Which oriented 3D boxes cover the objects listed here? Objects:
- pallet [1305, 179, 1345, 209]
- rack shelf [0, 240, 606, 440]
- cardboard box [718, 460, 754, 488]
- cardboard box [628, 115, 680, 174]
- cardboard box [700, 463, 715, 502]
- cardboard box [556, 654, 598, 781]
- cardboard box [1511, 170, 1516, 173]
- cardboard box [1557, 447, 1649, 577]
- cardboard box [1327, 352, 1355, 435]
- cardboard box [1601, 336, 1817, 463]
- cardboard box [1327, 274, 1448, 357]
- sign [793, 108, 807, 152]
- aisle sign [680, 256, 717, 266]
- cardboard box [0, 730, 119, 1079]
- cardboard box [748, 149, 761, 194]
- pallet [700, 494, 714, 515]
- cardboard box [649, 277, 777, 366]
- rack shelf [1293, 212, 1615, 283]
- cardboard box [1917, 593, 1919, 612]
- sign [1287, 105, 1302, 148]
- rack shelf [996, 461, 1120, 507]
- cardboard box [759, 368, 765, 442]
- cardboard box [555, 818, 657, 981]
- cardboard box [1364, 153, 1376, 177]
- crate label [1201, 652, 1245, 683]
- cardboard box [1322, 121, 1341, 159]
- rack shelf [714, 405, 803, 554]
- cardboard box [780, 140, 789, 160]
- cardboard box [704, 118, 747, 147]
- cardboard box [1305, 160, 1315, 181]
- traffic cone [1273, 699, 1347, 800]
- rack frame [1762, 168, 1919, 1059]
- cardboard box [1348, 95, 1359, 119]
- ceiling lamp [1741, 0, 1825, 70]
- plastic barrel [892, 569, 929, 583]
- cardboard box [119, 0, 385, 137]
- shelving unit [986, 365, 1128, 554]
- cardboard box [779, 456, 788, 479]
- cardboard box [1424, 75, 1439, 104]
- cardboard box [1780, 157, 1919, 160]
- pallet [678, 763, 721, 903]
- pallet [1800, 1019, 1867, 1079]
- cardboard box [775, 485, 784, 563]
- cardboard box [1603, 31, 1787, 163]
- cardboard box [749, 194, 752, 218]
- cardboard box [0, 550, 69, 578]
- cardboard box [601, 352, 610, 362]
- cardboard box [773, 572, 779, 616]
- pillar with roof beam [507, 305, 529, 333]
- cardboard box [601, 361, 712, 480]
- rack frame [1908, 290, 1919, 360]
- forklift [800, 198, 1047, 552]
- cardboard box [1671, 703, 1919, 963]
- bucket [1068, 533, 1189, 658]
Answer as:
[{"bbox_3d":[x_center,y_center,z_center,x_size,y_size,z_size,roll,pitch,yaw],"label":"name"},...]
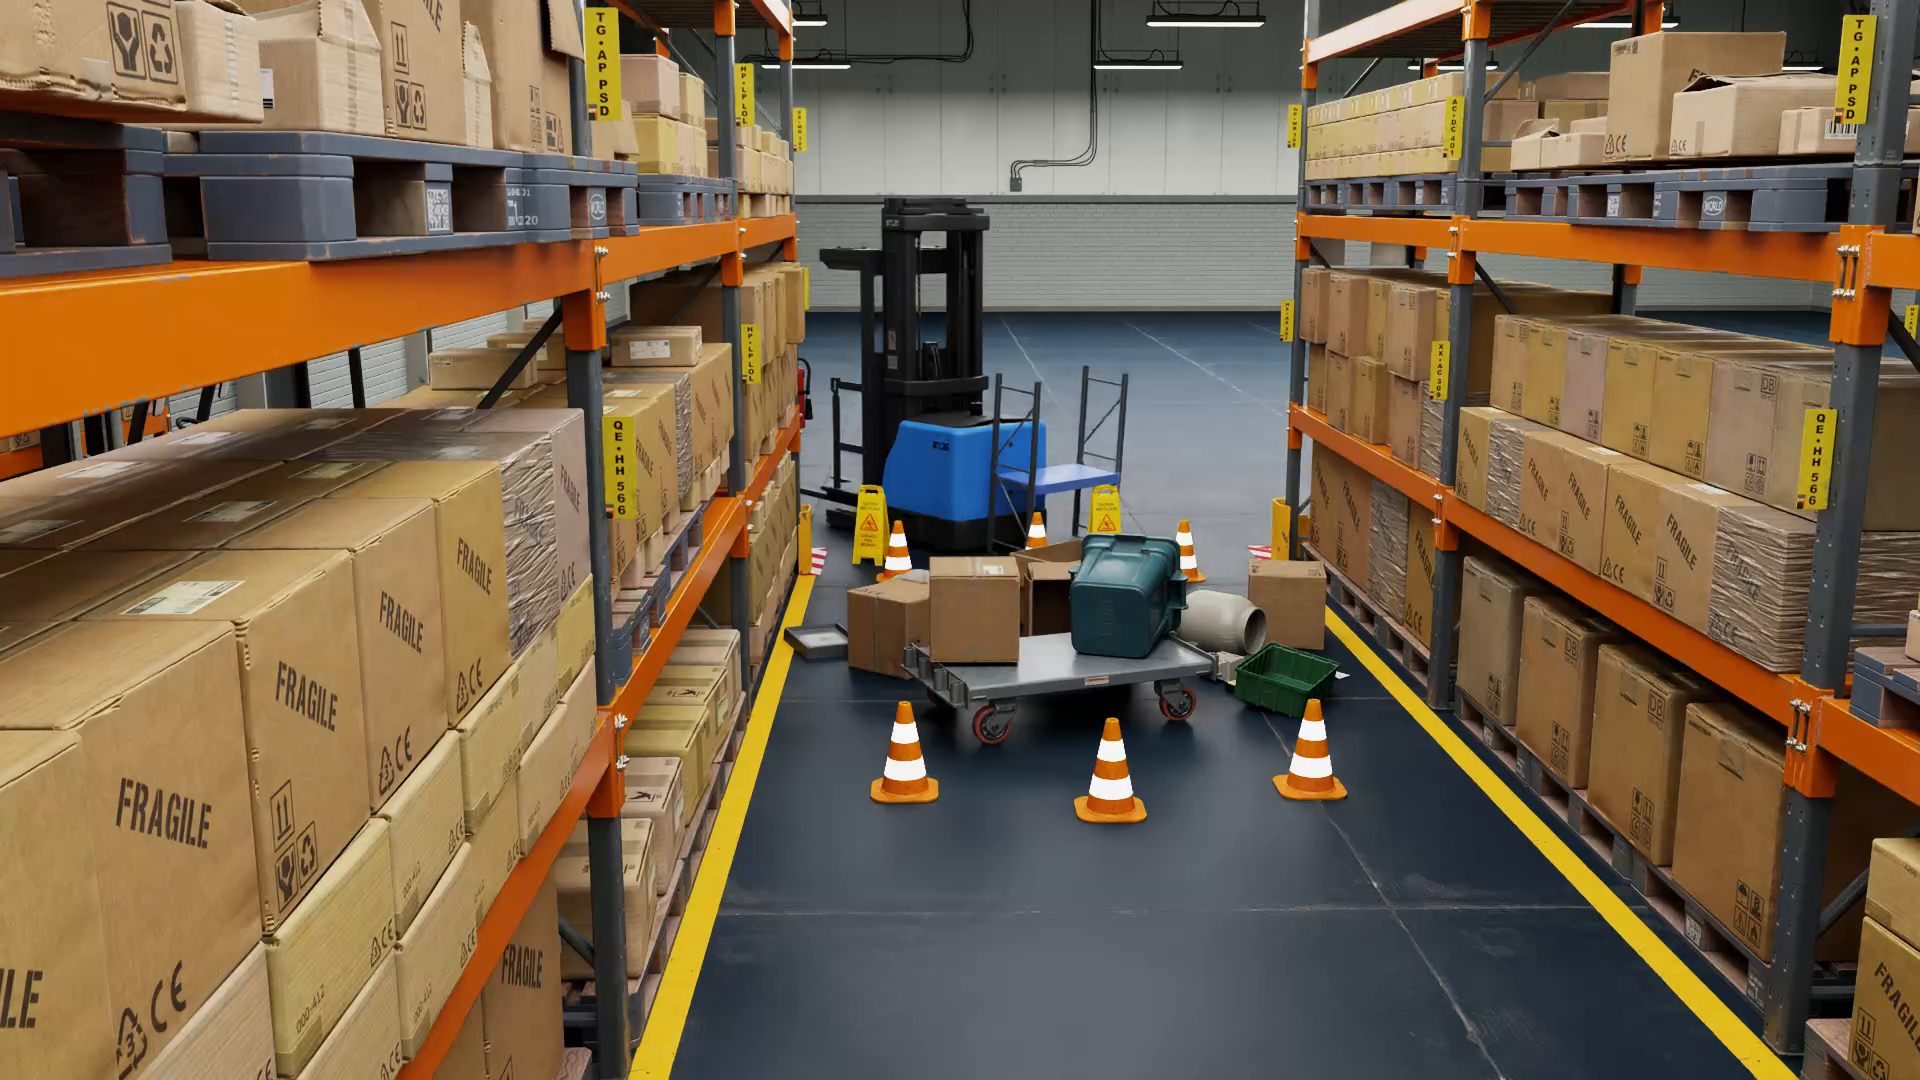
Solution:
[{"bbox_3d":[3.187,-2.565,12.335,1.003,0.211,1.213,0,11,-1],"label":"pallet"},{"bbox_3d":[-1.579,-0.375,3.127,1.077,0.370,4.000,0,11,-1],"label":"rack shelf"},{"bbox_3d":[-1.388,-0.391,9.572,0.380,0.149,0.250,0,11,-1],"label":"cardboard box"},{"bbox_3d":[-1.531,-1.735,7.342,0.500,0.250,0.500,0,11,0],"label":"cardboard box"},{"bbox_3d":[-1.378,-0.277,7.957,0.380,0.149,0.250,0,11,-1],"label":"cardboard box"},{"bbox_3d":[-1.350,0.518,4.838,0.500,0.250,0.500,-1,11,-3],"label":"cardboard box"},{"bbox_3d":[3.561,-2.317,10.214,0.380,0.149,0.250,0,11,-2],"label":"cardboard box"},{"bbox_3d":[3.015,-0.133,7.419,0.500,0.500,0.500,0,11,0],"label":"cardboard box"},{"bbox_3d":[3.134,-1.064,11.883,0.875,0.550,0.550,0,11,-1],"label":"cardboard box"},{"bbox_3d":[3.292,-0.628,7.342,0.700,0.500,0.500,0,11,-2],"label":"cardboard box"},{"bbox_3d":[3.110,-1.593,11.776,0.875,0.550,0.550,0,11,-1],"label":"cardboard box"},{"bbox_3d":[-1.230,-3.147,12.757,0.100,0.325,0.005,0,11,-1],"label":"sign"},{"bbox_3d":[-2.096,-2.530,12.947,0.394,0.787,0.004,0,11,-1],"label":"aisle sign"},{"bbox_3d":[-1.259,0.513,1.721,0.500,0.500,0.500,0,11,0],"label":"cardboard box"},{"bbox_3d":[-1.458,-2.183,9.861,0.500,0.250,0.500,0,11,-2],"label":"cardboard box"},{"bbox_3d":[-1.832,-0.203,8.499,1.003,0.211,1.213,0,11,-1],"label":"pallet"},{"bbox_3d":[-1.483,-1.325,10.030,0.700,0.500,0.500,0,11,-1],"label":"cardboard box"},{"bbox_3d":[3.203,-2.005,11.164,1.077,0.370,4.000,0,11,-1],"label":"rack shelf"},{"bbox_3d":[3.136,0.173,4.988,0.380,0.149,0.250,0,11,1],"label":"cardboard box"},{"bbox_3d":[2.607,-3.222,12.952,0.100,0.325,0.005,0,11,-1],"label":"sign"},{"bbox_3d":[0.805,-0.474,13.938,1.000,0.185,0.538,-10,19,-41],"label":"rack shelf"},{"bbox_3d":[-1.467,-0.833,10.121,0.500,0.500,0.500,0,11,-1],"label":"cardboard box"},{"bbox_3d":[-1.622,1.315,6.086,0.950,0.372,0.625,-1,12,-5],"label":"cardboard box"},{"bbox_3d":[2.885,-2.466,10.952,0.380,0.149,0.250,0,11,-1],"label":"cardboard box"},{"bbox_3d":[1.629,0.786,10.339,0.298,0.136,0.250,-10,15,-40],"label":"crate label"},{"bbox_3d":[2.927,-2.885,12.011,0.500,0.250,0.500,0,11,-2],"label":"cardboard box"},{"bbox_3d":[-1.744,-0.495,11.263,1.077,0.370,4.000,0,11,-1],"label":"rack shelf"},{"bbox_3d":[-1.483,-2.917,12.474,0.380,0.149,0.250,0,11,-1],"label":"cardboard box"},{"bbox_3d":[-1.383,-2.252,9.195,0.380,0.149,0.250,0,11,-2],"label":"cardboard box"},{"bbox_3d":[2.848,-2.818,12.683,0.380,0.149,0.250,0,11,-1],"label":"cardboard box"},{"bbox_3d":[1.762,1.026,8.339,0.336,0.463,0.334,0,11,-1],"label":"traffic cone"},{"bbox_3d":[3.327,0.305,5.512,1.000,3.000,0.127,0,11,-1],"label":"rack frame"},{"bbox_3d":[2.876,-2.958,11.368,0.380,0.149,0.250,0,11,-2],"label":"cardboard box"},{"bbox_3d":[18.359,-12.187,37.316,2.000,3.185,0.800,0,11,-1],"label":"ceiling lamp"},{"bbox_3d":[-0.229,0.422,11.414,0.512,0.421,0.421,9,15,38],"label":"plastic barrel"},{"bbox_3d":[-1.225,-0.834,2.864,0.396,0.266,0.258,1,11,4],"label":"cardboard box"},{"bbox_3d":[0.813,-0.648,13.894,1.048,1.500,0.538,-10,19,-41],"label":"shelving unit"},{"bbox_3d":[-1.431,-0.508,11.860,0.380,0.149,0.250,0,11,0],"label":"cardboard box"},{"bbox_3d":[2.913,-2.604,9.627,0.380,0.149,0.250,0,11,-1],"label":"cardboard box"},{"bbox_3d":[3.522,-1.591,6.382,0.500,0.250,0.500,0,11,0],"label":"cardboard box"},{"bbox_3d":[-1.657,1.315,7.548,1.003,0.211,1.213,0,11,-1],"label":"pallet"},{"bbox_3d":[3.342,1.827,5.024,1.003,0.211,1.213,0,11,-1],"label":"pallet"},{"bbox_3d":[-1.490,-0.108,11.523,0.500,0.500,0.500,-1,11,-2],"label":"cardboard box"},{"bbox_3d":[3.011,-1.813,6.850,0.500,0.500,0.500,0,11,-1],"label":"cardboard box"},{"bbox_3d":[-1.489,-2.064,10.276,0.380,0.149,0.250,-1,11,-3],"label":"cardboard box"},{"bbox_3d":[-1.806,0.310,2.721,0.500,0.500,0.500,0,11,1],"label":"cardboard box"},{"bbox_3d":[-1.969,-0.657,8.195,0.500,0.500,0.500,0,11,-1],"label":"cardboard box"},{"bbox_3d":[-1.481,0.362,11.090,0.500,0.250,0.500,0,11,-2],"label":"cardboard box"},{"bbox_3d":[-3.702,-7.618,29.474,9.100,9.000,0.548,0,11,-1],"label":"pillar with roof beam"},{"bbox_3d":[-1.447,-0.558,7.711,0.500,0.500,0.500,0,11,1],"label":"cardboard box"},{"bbox_3d":[8.123,-1.286,13.352,1.000,3.000,0.127,0,11,-1],"label":"rack frame"},{"bbox_3d":[-0.560,-1.576,14.954,1.130,2.935,3.031,-9,15,-38],"label":"forklift"},{"bbox_3d":[3.404,1.080,6.293,1.050,0.750,0.750,0,11,-2],"label":"cardboard box"},{"bbox_3d":[0.937,0.351,9.692,0.726,0.611,0.620,4,22,18],"label":"bucket"}]
